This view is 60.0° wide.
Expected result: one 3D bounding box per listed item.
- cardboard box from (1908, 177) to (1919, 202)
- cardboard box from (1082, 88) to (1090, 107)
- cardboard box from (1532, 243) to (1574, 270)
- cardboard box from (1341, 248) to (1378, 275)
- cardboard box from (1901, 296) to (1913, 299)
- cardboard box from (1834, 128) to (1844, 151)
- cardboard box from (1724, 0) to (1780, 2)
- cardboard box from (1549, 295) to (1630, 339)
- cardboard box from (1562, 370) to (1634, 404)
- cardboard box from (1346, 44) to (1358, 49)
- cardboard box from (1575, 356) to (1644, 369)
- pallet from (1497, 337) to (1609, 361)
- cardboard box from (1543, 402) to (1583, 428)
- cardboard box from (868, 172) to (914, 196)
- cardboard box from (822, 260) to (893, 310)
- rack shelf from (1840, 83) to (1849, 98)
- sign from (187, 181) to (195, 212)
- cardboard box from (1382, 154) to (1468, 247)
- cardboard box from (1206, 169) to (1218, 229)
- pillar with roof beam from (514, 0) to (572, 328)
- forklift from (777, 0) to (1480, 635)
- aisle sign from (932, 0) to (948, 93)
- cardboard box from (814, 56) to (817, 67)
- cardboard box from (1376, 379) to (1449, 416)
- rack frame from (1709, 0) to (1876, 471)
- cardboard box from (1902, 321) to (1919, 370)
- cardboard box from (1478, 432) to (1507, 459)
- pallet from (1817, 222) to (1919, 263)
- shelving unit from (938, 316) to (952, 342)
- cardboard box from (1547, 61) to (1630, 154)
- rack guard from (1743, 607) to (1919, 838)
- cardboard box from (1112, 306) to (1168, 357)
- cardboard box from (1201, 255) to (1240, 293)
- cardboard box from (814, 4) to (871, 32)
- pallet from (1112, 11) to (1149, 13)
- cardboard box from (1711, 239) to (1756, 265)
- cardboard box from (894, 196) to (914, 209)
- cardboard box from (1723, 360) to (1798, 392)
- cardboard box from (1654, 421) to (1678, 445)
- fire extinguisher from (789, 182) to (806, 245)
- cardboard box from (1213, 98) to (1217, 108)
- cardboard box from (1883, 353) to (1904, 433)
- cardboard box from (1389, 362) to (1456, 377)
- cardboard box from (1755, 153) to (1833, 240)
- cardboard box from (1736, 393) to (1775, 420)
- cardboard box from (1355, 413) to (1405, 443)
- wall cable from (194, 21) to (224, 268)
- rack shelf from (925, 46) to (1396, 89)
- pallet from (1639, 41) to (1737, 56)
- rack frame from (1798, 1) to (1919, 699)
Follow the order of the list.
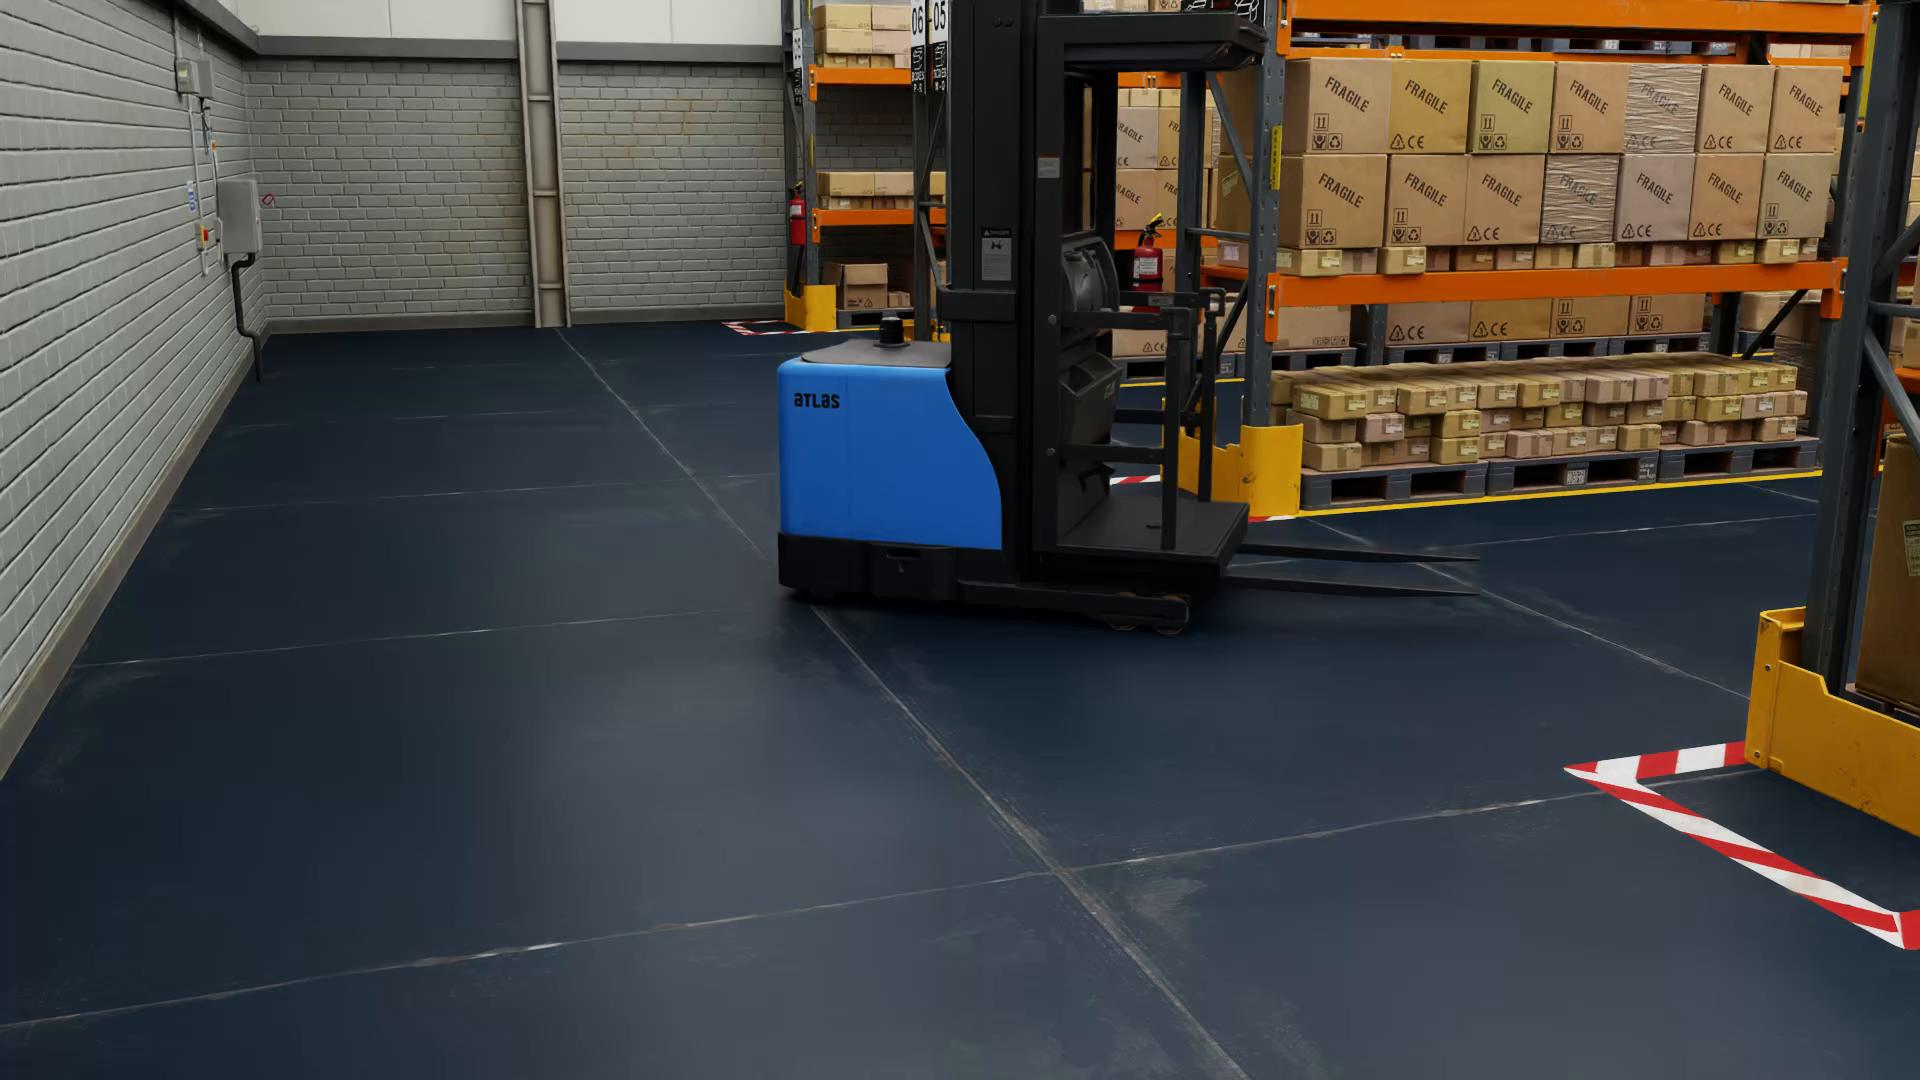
[{"bbox_3d":[5.801,-2.165,10.255,0.250,0.149,0.380,-4,14,-17],"label":"cardboard box"},{"bbox_3d":[0.993,-3.661,13.775,0.250,0.149,0.380,-5,14,-20],"label":"cardboard box"},{"bbox_3d":[3.364,-1.671,9.728,0.250,0.149,0.380,-4,14,-16],"label":"cardboard box"},{"bbox_3d":[2.130,-1.572,9.314,0.250,0.149,0.380,-4,14,-16],"label":"cardboard box"},{"bbox_3d":[6.894,-1.551,11.553,0.500,0.250,0.500,-5,14,-21],"label":"cardboard box"},{"bbox_3d":[8.390,-3.804,16.385,0.500,0.500,0.500,-4,14,-15],"label":"cardboard box"},{"bbox_3d":[4.425,-3.267,9.736,0.500,0.250,0.500,-4,14,-18],"label":"cardboard box"},{"bbox_3d":[5.870,-2.456,16.171,0.875,0.875,0.875,-4,14,-17],"label":"cardboard box"},{"bbox_3d":[3.814,-0.921,10.000,0.250,0.149,0.380,-5,14,-20],"label":"cardboard box"},{"bbox_3d":[4.569,-5.909,19.983,0.250,0.149,0.380,-4,14,-18],"label":"cardboard box"},{"bbox_3d":[4.145,-1.076,10.651,0.250,0.149,0.380,-5,14,-20],"label":"cardboard box"},{"bbox_3d":[5.472,-1.896,16.157,1.213,0.211,1.003,-4,14,-18],"label":"pallet"},{"bbox_3d":[3.552,-0.787,10.079,0.250,0.149,0.380,-4,14,-15],"label":"cardboard box"},{"bbox_3d":[-0.777,-3.965,18.510,0.500,0.250,0.500,-4,14,-17],"label":"cardboard box"},{"bbox_3d":[-1.161,-2.896,18.821,0.637,0.503,0.797,-5,14,-20],"label":"cardboard box"},{"bbox_3d":[11.498,-6.024,22.558,4.000,0.370,1.077,-4,14,-18],"label":"rack shelf"},{"bbox_3d":[-5.564,-2.488,12.037,0.001,0.218,0.327,-4,14,-18],"label":"sign"},{"bbox_3d":[2.503,-1.926,9.398,0.500,0.500,0.500,-4,14,-18],"label":"cardboard box"},{"bbox_3d":[2.291,-2.967,14.418,0.500,0.500,0.500,-5,14,-19],"label":"cardboard box"},{"bbox_3d":[-3.241,-5.854,13.809,0.400,9.000,9.100,-4,14,-18],"label":"pillar with roof beam"},{"bbox_3d":[0.757,-1.164,7.202,3.031,2.935,1.130,4,14,16],"label":"forklift"},{"bbox_3d":[-0.160,-3.989,13.312,0.004,0.787,0.394,-4,14,-18],"label":"aisle sign"},{"bbox_3d":[-1.541,-5.293,18.473,0.250,0.149,0.380,-4,14,-17],"label":"cardboard box"},{"bbox_3d":[2.598,-0.823,9.588,0.250,0.149,0.380,-4,14,-18],"label":"cardboard box"},{"bbox_3d":[5.281,-2.010,10.611,0.127,3.000,1.000,-4,14,-18],"label":"rack frame"},{"bbox_3d":[3.209,-0.596,5.208,0.250,0.149,0.380,-4,14,-17],"label":"cardboard box"},{"bbox_3d":[3.033,-0.592,9.904,0.250,0.149,0.380,-4,14,-18],"label":"cardboard box"},{"bbox_3d":[6.052,-1.941,10.736,1.213,0.211,1.003,-4,14,-18],"label":"pallet"},{"bbox_3d":[0.014,-0.585,8.508,0.189,1.200,0.258,-4,14,-18],"label":"shelving unit"},{"bbox_3d":[3.458,-2.480,9.567,0.500,0.500,0.500,-5,14,-20],"label":"cardboard box"},{"bbox_3d":[2.954,0.598,5.047,0.348,0.500,1.175,-4,14,-18],"label":"rack guard"},{"bbox_3d":[1.274,-1.891,14.739,0.875,0.438,0.875,-4,14,-17],"label":"cardboard box"},{"bbox_3d":[3.052,-3.193,20.077,0.500,0.500,0.500,-5,14,-19],"label":"cardboard box"},{"bbox_3d":[-1.270,-5.633,17.962,0.500,0.250,0.500,-5,14,-19],"label":"cardboard box"},{"bbox_3d":[1.674,-4.357,14.188,1.213,0.211,1.003,-4,14,-18],"label":"pallet"},{"bbox_3d":[4.603,-1.766,10.127,0.250,0.149,0.380,-4,14,-16],"label":"cardboard box"},{"bbox_3d":[-0.649,-3.784,18.613,0.250,0.149,0.380,-4,14,-16],"label":"cardboard box"},{"bbox_3d":[5.027,-1.033,10.473,0.250,0.149,0.380,-4,14,-16],"label":"cardboard box"},{"bbox_3d":[4.227,-0.696,10.342,0.250,0.149,0.380,-5,14,-19],"label":"cardboard box"},{"bbox_3d":[-1.763,-3.550,18.058,0.183,0.674,0.296,-4,14,-18],"label":"fire extinguisher"},{"bbox_3d":[2.185,-3.766,14.214,0.250,0.149,0.380,-5,14,-19],"label":"cardboard box"},{"bbox_3d":[6.066,-0.995,10.836,0.500,0.500,0.500,-4,14,-16],"label":"cardboard box"},{"bbox_3d":[2.875,-1.006,10.359,0.250,0.149,0.380,-4,14,-16],"label":"cardboard box"},{"bbox_3d":[4.913,-2.106,10.154,0.500,0.500,0.500,-4,14,-18],"label":"cardboard box"},{"bbox_3d":[4.832,-0.856,10.371,0.250,0.149,0.380,-5,14,-21],"label":"cardboard box"},{"bbox_3d":[2.346,-0.667,9.575,0.250,0.149,0.380,-5,14,-18],"label":"cardboard box"},{"bbox_3d":[-5.984,-3.176,13.318,0.122,1.984,0.588,-4,14,-18],"label":"wall cable"},{"bbox_3d":[1.711,-4.050,14.259,4.000,0.370,1.077,-4,14,-18],"label":"rack shelf"},{"bbox_3d":[6.805,-4.692,15.811,1.003,0.211,1.213,-4,14,-15],"label":"pallet"},{"bbox_3d":[2.976,-0.619,4.765,0.127,3.000,1.000,-4,14,-18],"label":"rack frame"}]
